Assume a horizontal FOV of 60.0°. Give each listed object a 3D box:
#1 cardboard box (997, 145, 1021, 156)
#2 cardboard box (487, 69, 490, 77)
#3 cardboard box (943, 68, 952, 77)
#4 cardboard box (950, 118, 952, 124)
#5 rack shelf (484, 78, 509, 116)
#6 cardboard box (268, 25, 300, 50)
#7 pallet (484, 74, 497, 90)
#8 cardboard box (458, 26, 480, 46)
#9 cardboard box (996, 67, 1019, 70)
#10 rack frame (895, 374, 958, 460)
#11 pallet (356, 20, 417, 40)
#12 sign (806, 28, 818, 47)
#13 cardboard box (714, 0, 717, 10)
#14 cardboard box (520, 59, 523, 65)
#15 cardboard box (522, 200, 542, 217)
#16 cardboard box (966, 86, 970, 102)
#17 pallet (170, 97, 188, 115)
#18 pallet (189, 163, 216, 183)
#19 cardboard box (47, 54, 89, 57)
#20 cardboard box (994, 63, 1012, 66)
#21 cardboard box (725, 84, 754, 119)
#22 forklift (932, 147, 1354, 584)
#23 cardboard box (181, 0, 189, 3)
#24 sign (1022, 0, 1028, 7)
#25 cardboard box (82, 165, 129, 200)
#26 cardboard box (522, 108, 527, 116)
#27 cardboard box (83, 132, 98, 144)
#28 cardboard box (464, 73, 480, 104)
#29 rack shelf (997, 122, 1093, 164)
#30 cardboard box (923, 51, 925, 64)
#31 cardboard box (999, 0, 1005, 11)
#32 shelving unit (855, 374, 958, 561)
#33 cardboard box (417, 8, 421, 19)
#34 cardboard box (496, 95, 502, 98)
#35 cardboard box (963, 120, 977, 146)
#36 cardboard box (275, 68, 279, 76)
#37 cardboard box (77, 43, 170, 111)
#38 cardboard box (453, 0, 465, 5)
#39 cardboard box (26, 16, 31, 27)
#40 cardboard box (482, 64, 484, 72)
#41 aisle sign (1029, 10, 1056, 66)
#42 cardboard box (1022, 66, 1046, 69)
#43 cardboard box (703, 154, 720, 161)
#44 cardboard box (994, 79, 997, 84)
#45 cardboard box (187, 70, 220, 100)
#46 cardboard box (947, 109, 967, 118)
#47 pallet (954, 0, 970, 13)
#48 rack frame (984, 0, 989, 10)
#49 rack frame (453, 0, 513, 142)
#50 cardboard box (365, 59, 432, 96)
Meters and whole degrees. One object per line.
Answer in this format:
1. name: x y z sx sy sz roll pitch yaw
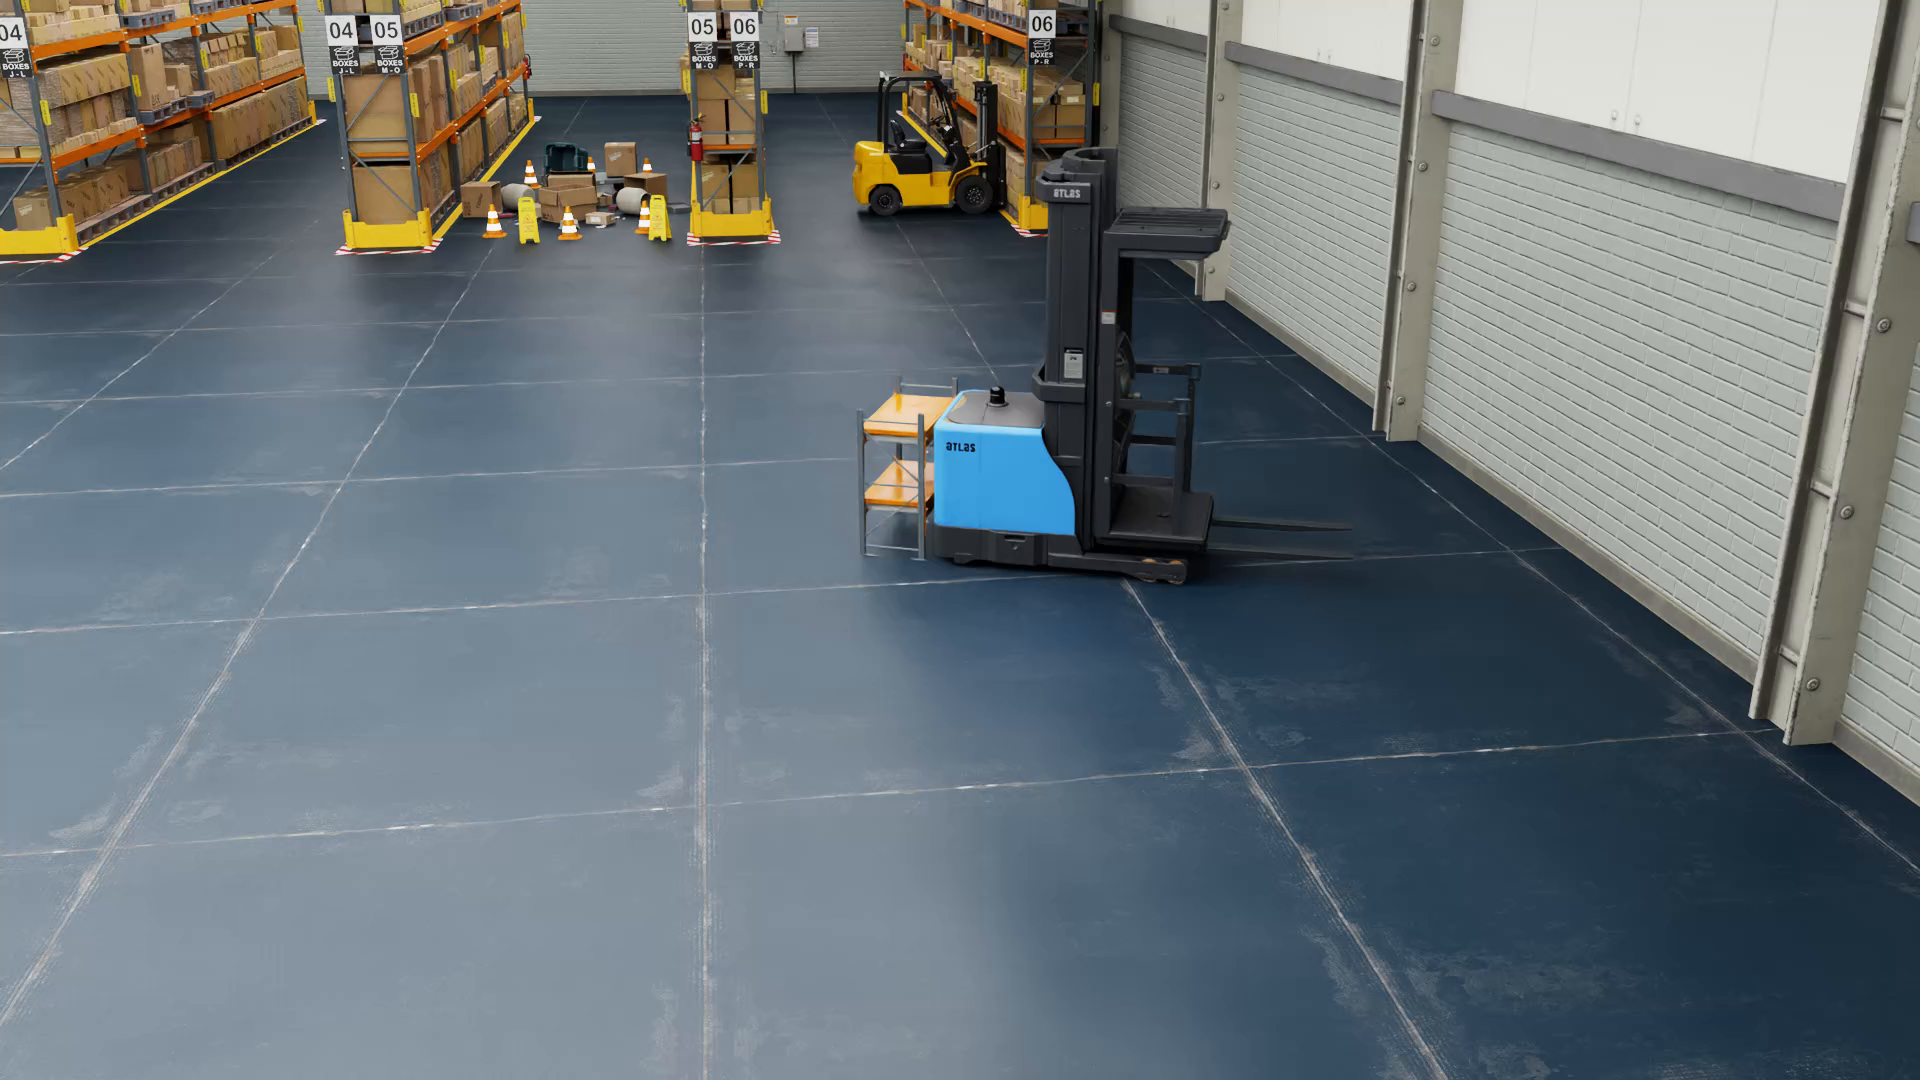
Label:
1. cardboard box: 0.892 -6.293 27.179 0.500 0.250 0.500 -3 21 -9
2. cardboard box: -9.548 -9.273 33.015 0.380 0.149 0.250 -4 21 -10
3. cardboard box: -0.133 -9.303 33.096 0.380 0.149 0.250 -3 21 -7
4. cardboard box: 0.067 -8.177 33.295 0.500 0.500 0.500 -2 21 -6
5. rack shelf: -9.742 -8.835 33.112 1.077 0.370 4.000 -3 21 -8
6. cardboard box: -15.200 -11.299 37.399 0.500 0.500 0.500 -3 21 -7
7. pallet: -9.780 -9.073 32.996 1.003 0.211 1.213 -3 21 -8
8. cardboard box: -10.366 -10.668 34.995 0.500 0.500 0.500 -4 21 -10
9. cardboard box: 0.815 -7.911 28.114 0.380 0.149 0.250 -3 21 -7
10. rack frame: -0.263 -0.743 13.098 0.500 1.125 0.032 5 21 13
11. pallet: -8.418 -7.330 23.893 1.003 0.211 1.213 -3 21 -8
12. sign: -4.001 -13.593 44.958 0.329 0.494 0.001 -3 21 -8
13. cardboard box: -3.757 -7.849 24.376 0.380 0.149 0.250 -3 21 -7
14. cardboard box: -10.280 -11.033 38.328 0.380 0.149 0.250 -3 21 -8
15. cardboard box: -6.807 -5.312 26.558 0.396 0.266 0.258 1 20 2
16. cardboard box: 0.385 -8.248 30.726 0.500 0.250 0.500 -2 21 -6
17. pallet: -14.051 -7.491 28.760 1.003 0.211 1.213 -3 21 -8
18. pallet: -14.266 -6.688 30.320 1.003 0.211 1.213 -3 21 -8
19. cardboard box: -13.987 -7.365 26.152 0.500 0.500 0.500 -3 21 -8
20. cardboard box: 0.829 -8.734 30.743 0.380 0.149 0.250 -2 21 -6
21. cardboard box: -3.523 -7.067 26.782 0.500 0.500 0.500 -2 21 -6
22. forklift: 1.368 -1.259 11.899 3.031 2.935 1.130 4 21 11
23. cardboard box: -14.060 -9.798 29.518 0.500 0.500 0.500 -2 21 -6
24. sign: 0.955 -8.006 24.426 0.100 0.325 0.005 -3 21 -8
25. cardboard box: -13.782 -5.765 26.836 0.500 0.500 0.500 -4 21 -9
26. cardboard box: -10.188 -9.855 38.289 0.380 0.149 0.250 -2 21 -6
27. cardboard box: -13.149 -6.012 24.884 0.380 0.149 0.250 -3 21 -8
28. cardboard box: -9.053 -8.211 30.271 0.500 0.500 0.500 -3 21 -8
29. rack shelf: 1.206 -6.602 27.132 1.077 0.370 4.000 -3 21 -8
30. cardboard box: -0.550 -10.634 36.690 0.500 0.250 0.500 -2 21 -6
31. cardboard box: 0.831 -8.688 26.851 0.396 0.266 0.258 -3 21 -9
32. shelving unit: -0.383 -0.570 12.635 0.538 1.125 1.048 5 21 13
33. cardboard box: -8.215 -7.813 24.676 0.380 0.149 0.250 -3 21 -8
34. cardboard box: -10.709 -10.101 38.099 0.380 0.149 0.250 -3 21 -7
35. cardboard box: 0.519 -7.658 31.726 0.875 0.625 0.625 -2 21 -6
36. cardboard box: -14.820 -10.013 35.596 0.380 0.149 0.250 -3 21 -9
37. cardboard box: -13.776 -7.639 27.425 1.000 1.000 1.000 -3 21 -7
38. cardboard box: -8.926 -9.587 28.926 0.500 0.500 0.500 -3 21 -8
39. cardboard box: -13.034 -7.123 22.859 0.380 0.149 0.250 -3 21 -8
40. cardboard box: -9.445 -9.149 32.258 0.380 0.149 0.250 -3 21 -8
41. aisle sign: 1.213 -7.426 24.597 0.394 0.787 0.004 -3 21 -8
42. cardboard box: 1.258 -7.937 28.184 0.380 0.149 0.250 -3 21 -9
43. cardboard box: -3.910 -5.946 25.680 0.380 0.149 0.250 -2 21 -6
44. cardboard box: 0.770 -7.591 27.682 0.380 0.149 0.250 -2 21 -7
45. cardboard box: -14.178 -8.493 31.026 0.500 0.500 0.500 -2 21 -6
46. cardboard box: -0.051 -8.597 33.491 0.380 0.149 0.250 -4 21 -11
47. pallet: 0.527 -10.102 31.460 1.213 0.211 1.003 -2 21 -5
48. rack frame: 0.918 -10.441 27.811 1.000 3.000 0.127 -3 21 -8
49. rack frame: -10.031 -9.865 34.841 1.000 3.000 0.127 -3 21 -8
50. cardboard box: -8.722 -7.163 25.849 0.875 0.550 0.550 -3 21 -8
